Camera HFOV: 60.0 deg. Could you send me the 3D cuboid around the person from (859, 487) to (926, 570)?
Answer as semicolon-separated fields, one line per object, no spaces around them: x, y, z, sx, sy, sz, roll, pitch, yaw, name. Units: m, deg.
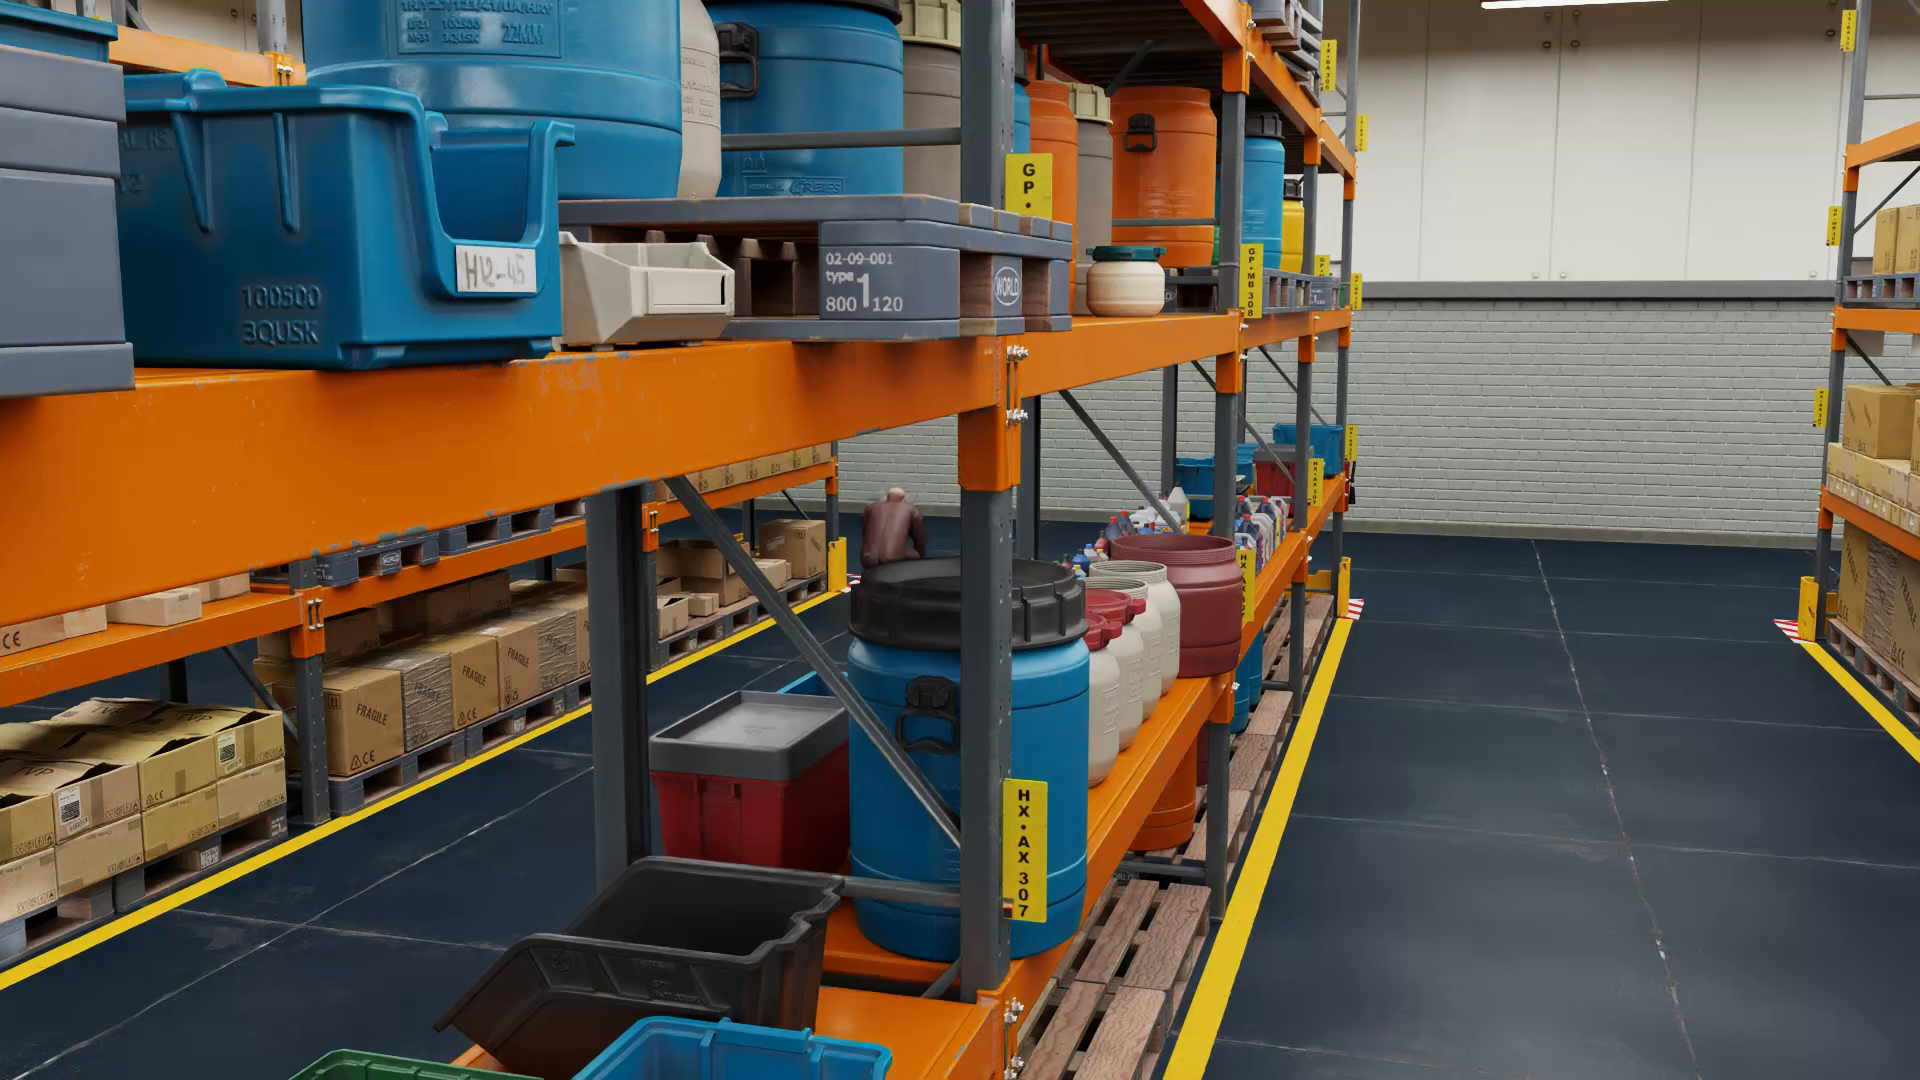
-0.646;0.119;15.289;0.620;1.144;0.852;2;8;16;person
